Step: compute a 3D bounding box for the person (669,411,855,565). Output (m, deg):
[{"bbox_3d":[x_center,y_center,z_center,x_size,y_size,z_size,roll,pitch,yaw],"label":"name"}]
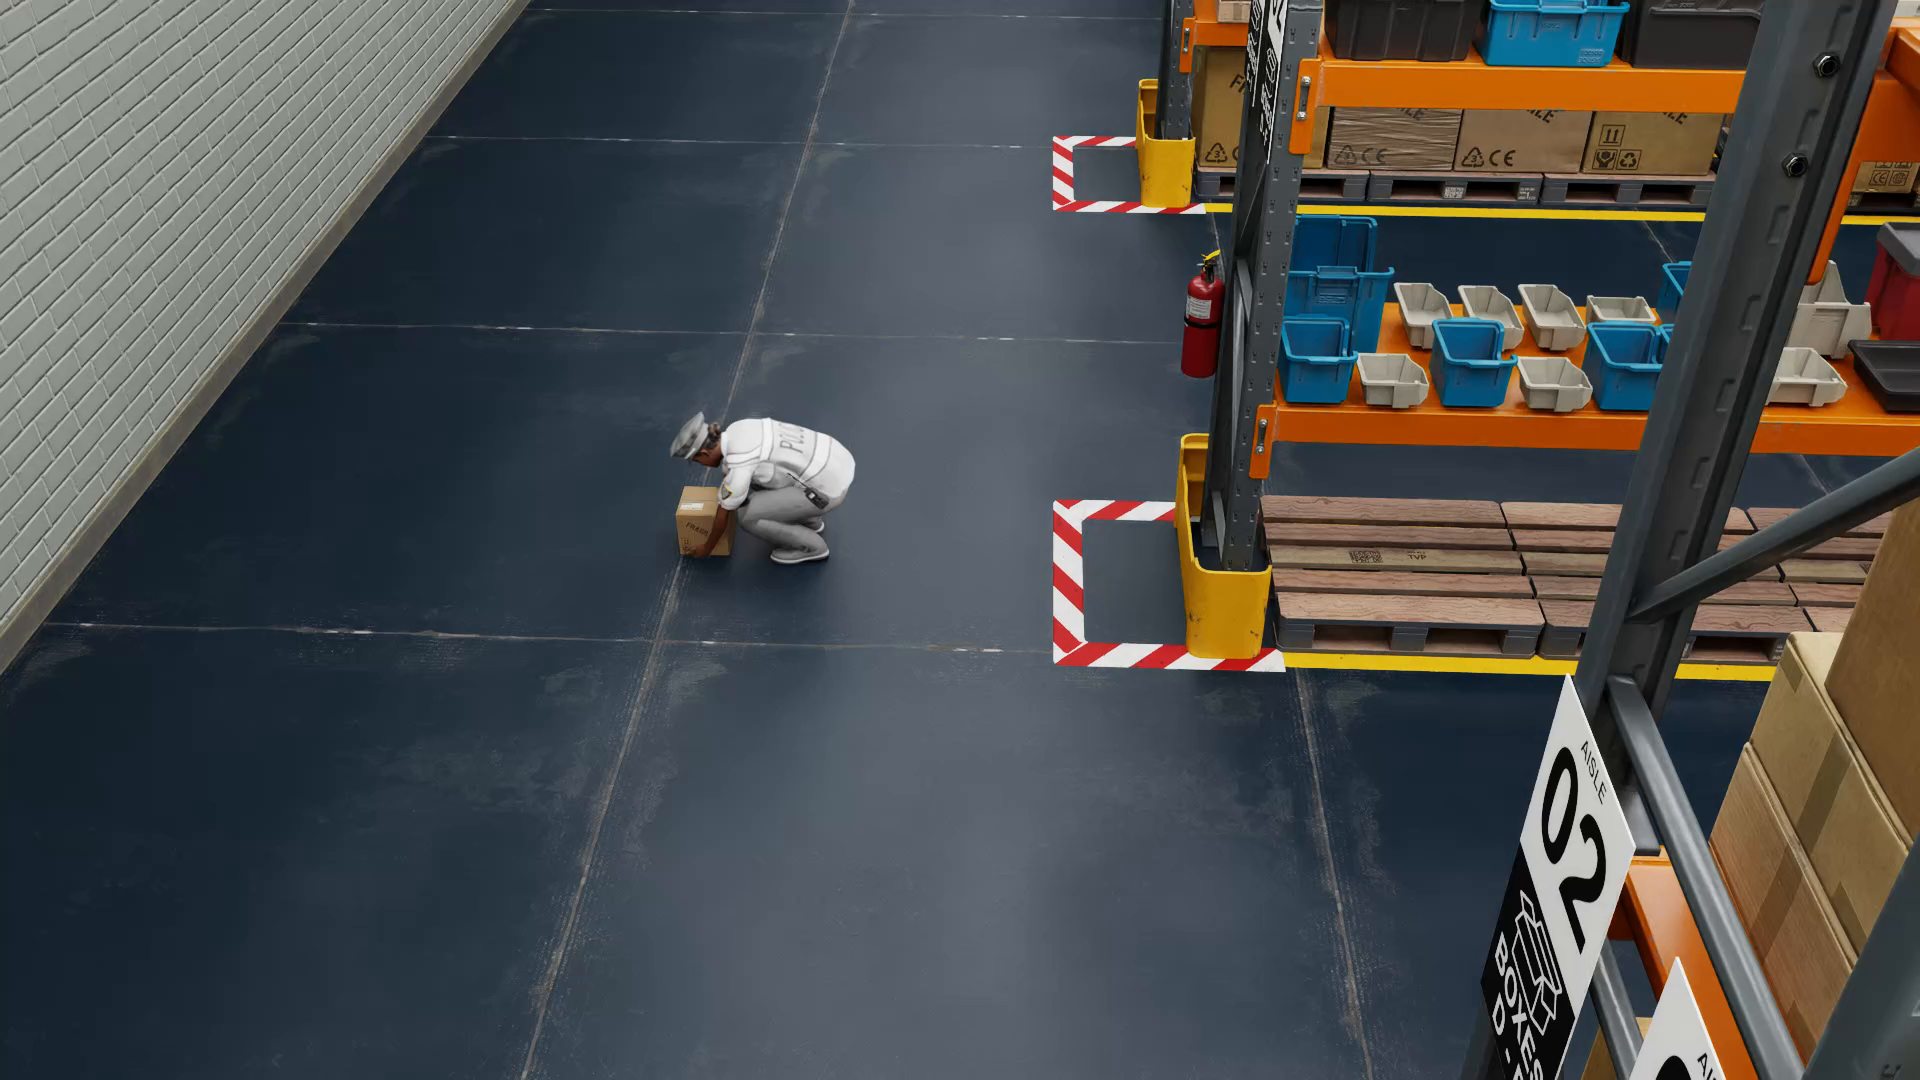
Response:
[{"bbox_3d":[-0.973,-0.264,8.300,0.896,0.848,0.467,1,36,1],"label":"person"}]
